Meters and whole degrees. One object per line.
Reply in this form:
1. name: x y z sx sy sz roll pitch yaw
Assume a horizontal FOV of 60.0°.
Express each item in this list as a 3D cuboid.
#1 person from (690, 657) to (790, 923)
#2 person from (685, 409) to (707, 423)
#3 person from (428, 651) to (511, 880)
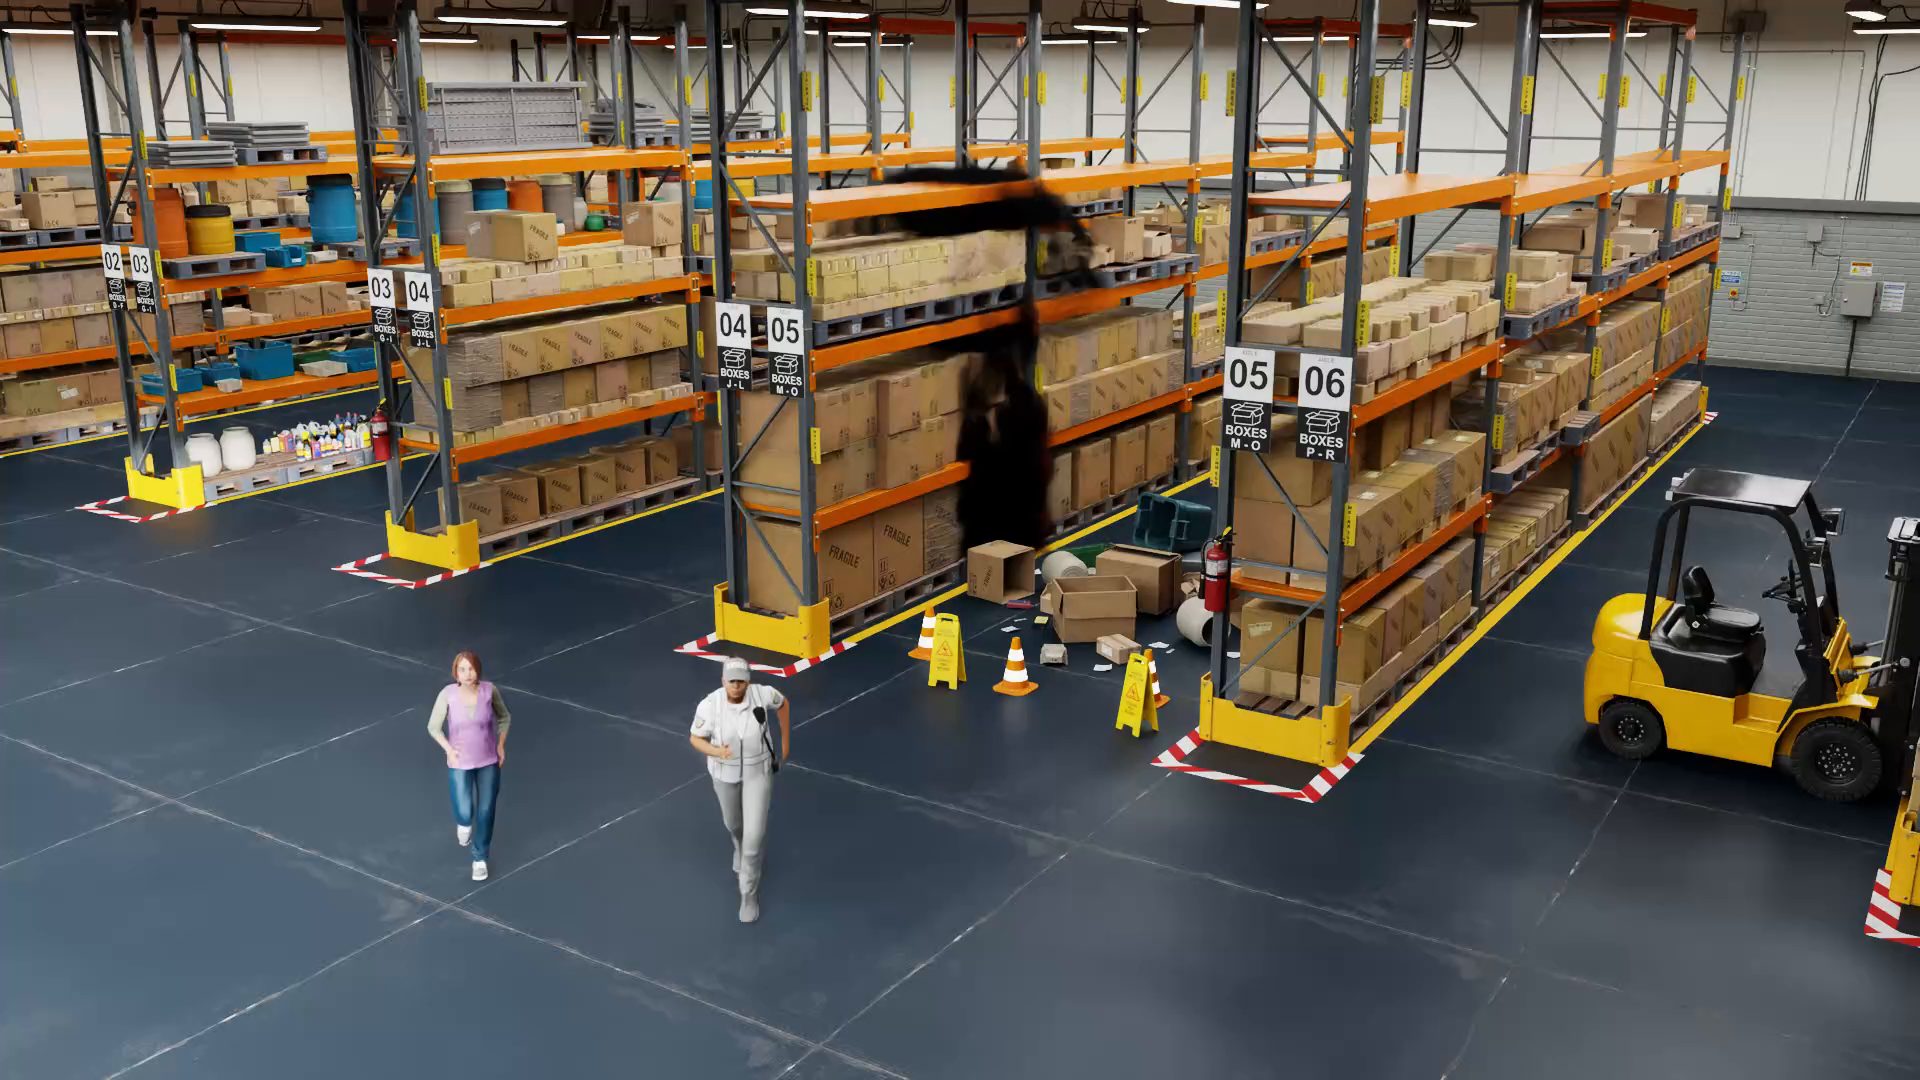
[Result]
1. person: -1.405 1.520 10.717 0.627 1.712 0.861 -2 16 -6
2. person: -3.865 -2.244 23.961 0.640 1.796 0.890 10 18 31
3. person: -3.238 1.465 11.060 0.534 1.553 0.557 -6 17 -21
